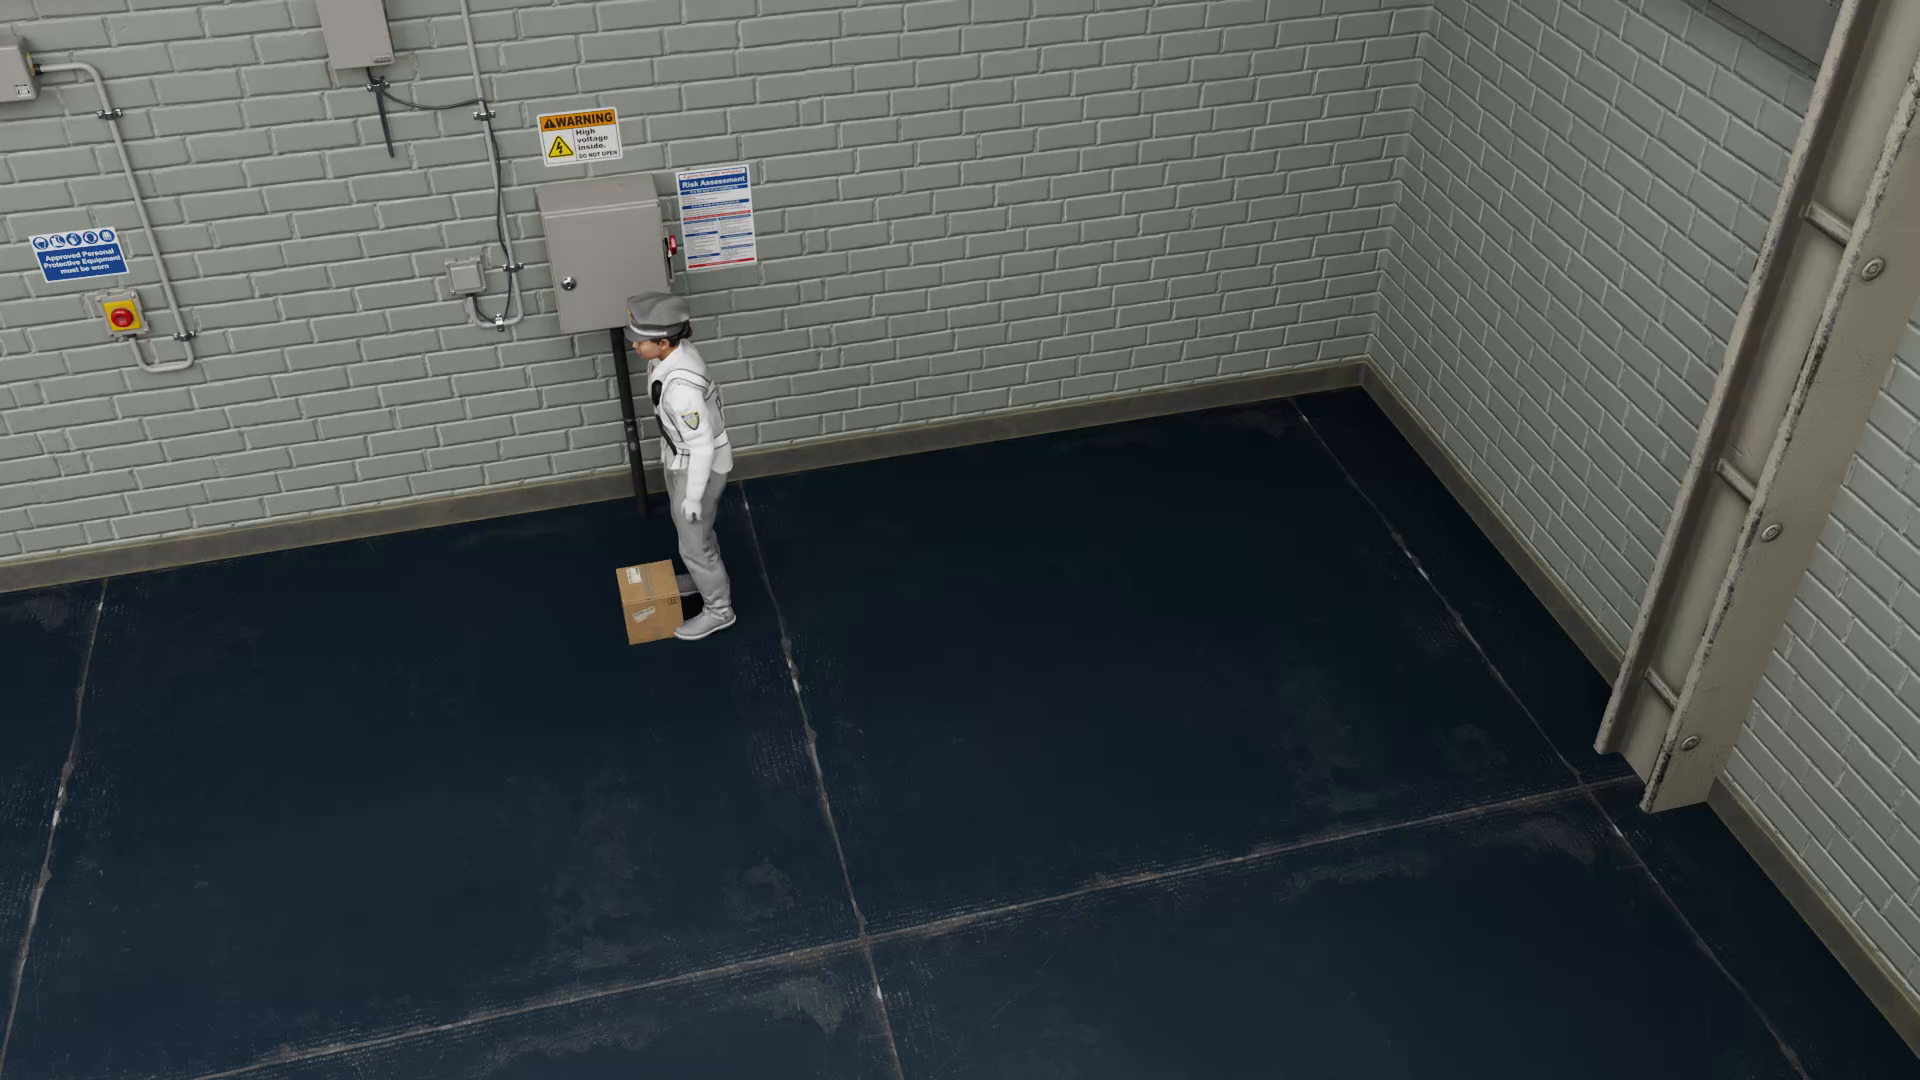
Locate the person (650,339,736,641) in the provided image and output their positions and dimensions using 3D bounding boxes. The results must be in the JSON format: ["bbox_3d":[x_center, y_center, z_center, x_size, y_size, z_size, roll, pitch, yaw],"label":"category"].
[{"bbox_3d":[-1.153,-0.235,7.168,0.353,1.463,0.547,-12,40,-14],"label":"person"}]
